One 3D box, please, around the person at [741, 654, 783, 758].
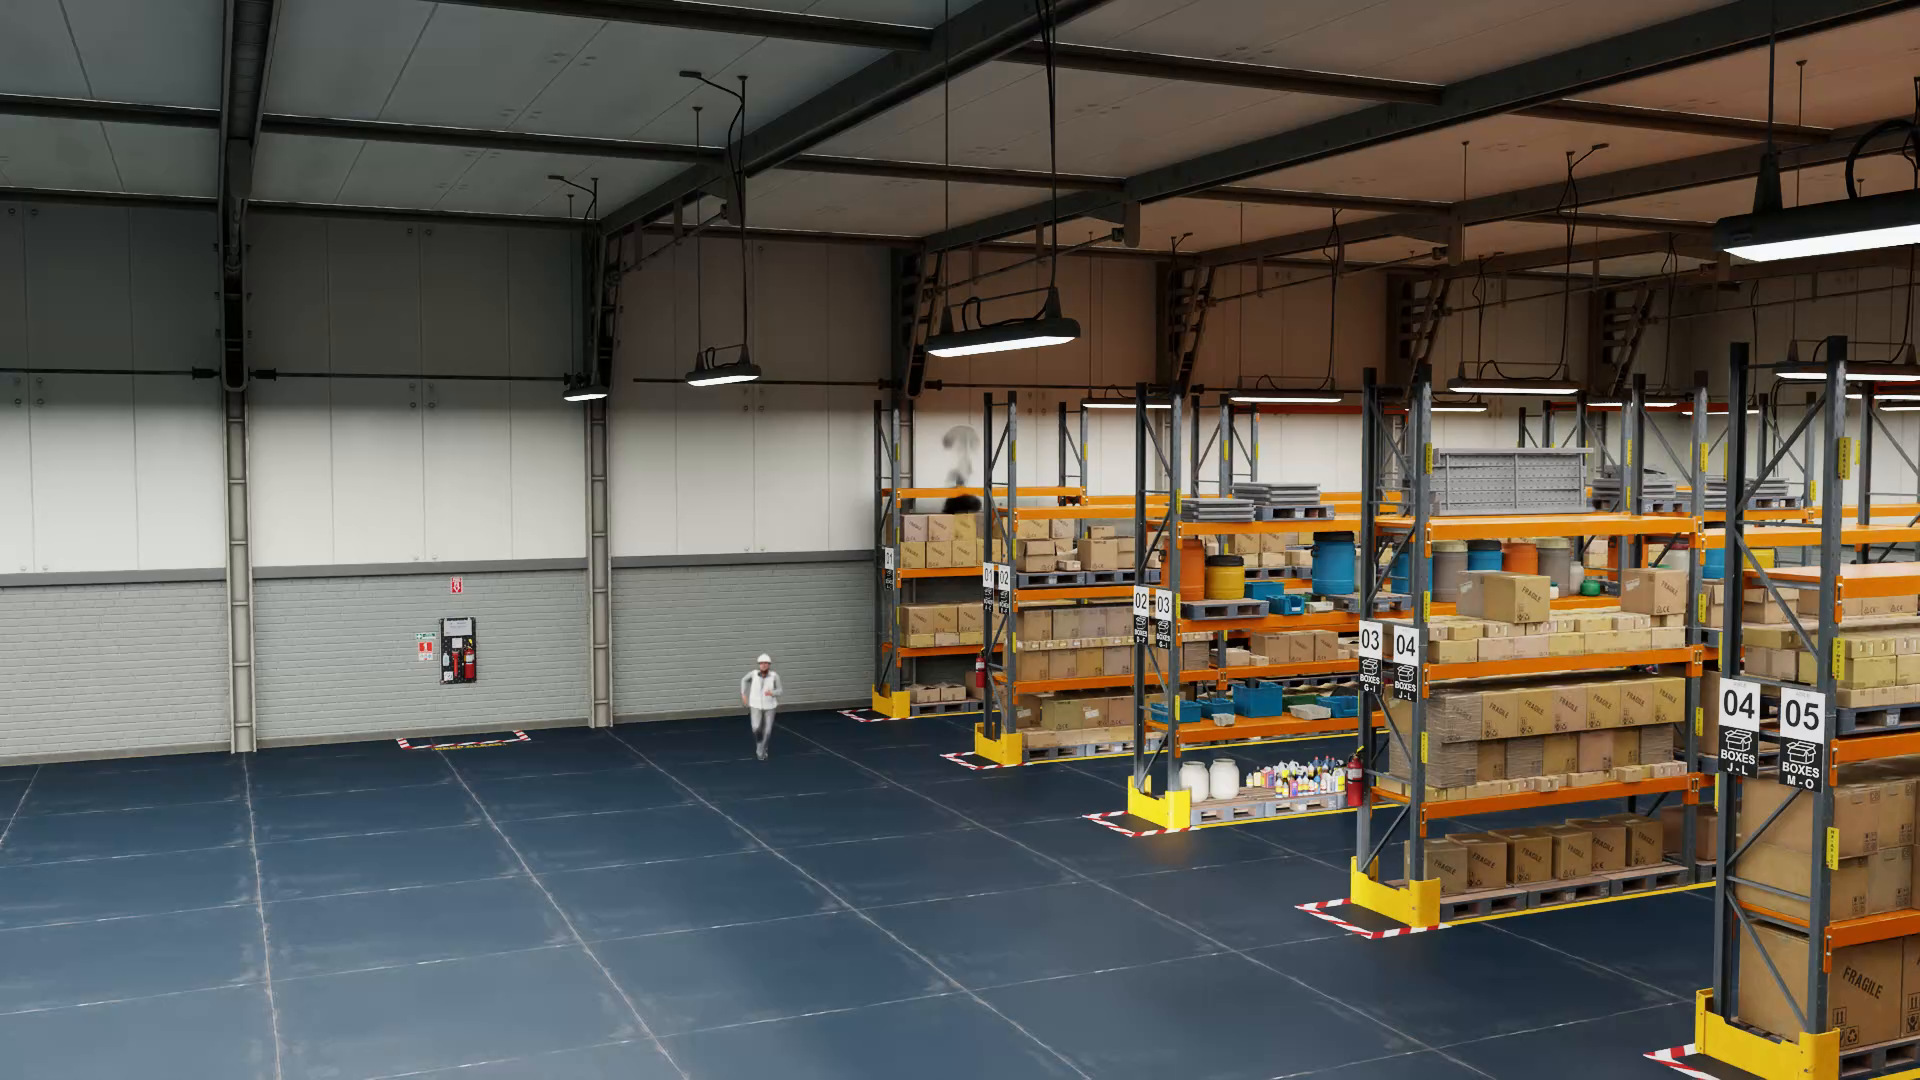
[{"bbox_3d":[-3.216,2.708,27.001,0.690,1.723,0.767,0,3,-3],"label":"person"}]
